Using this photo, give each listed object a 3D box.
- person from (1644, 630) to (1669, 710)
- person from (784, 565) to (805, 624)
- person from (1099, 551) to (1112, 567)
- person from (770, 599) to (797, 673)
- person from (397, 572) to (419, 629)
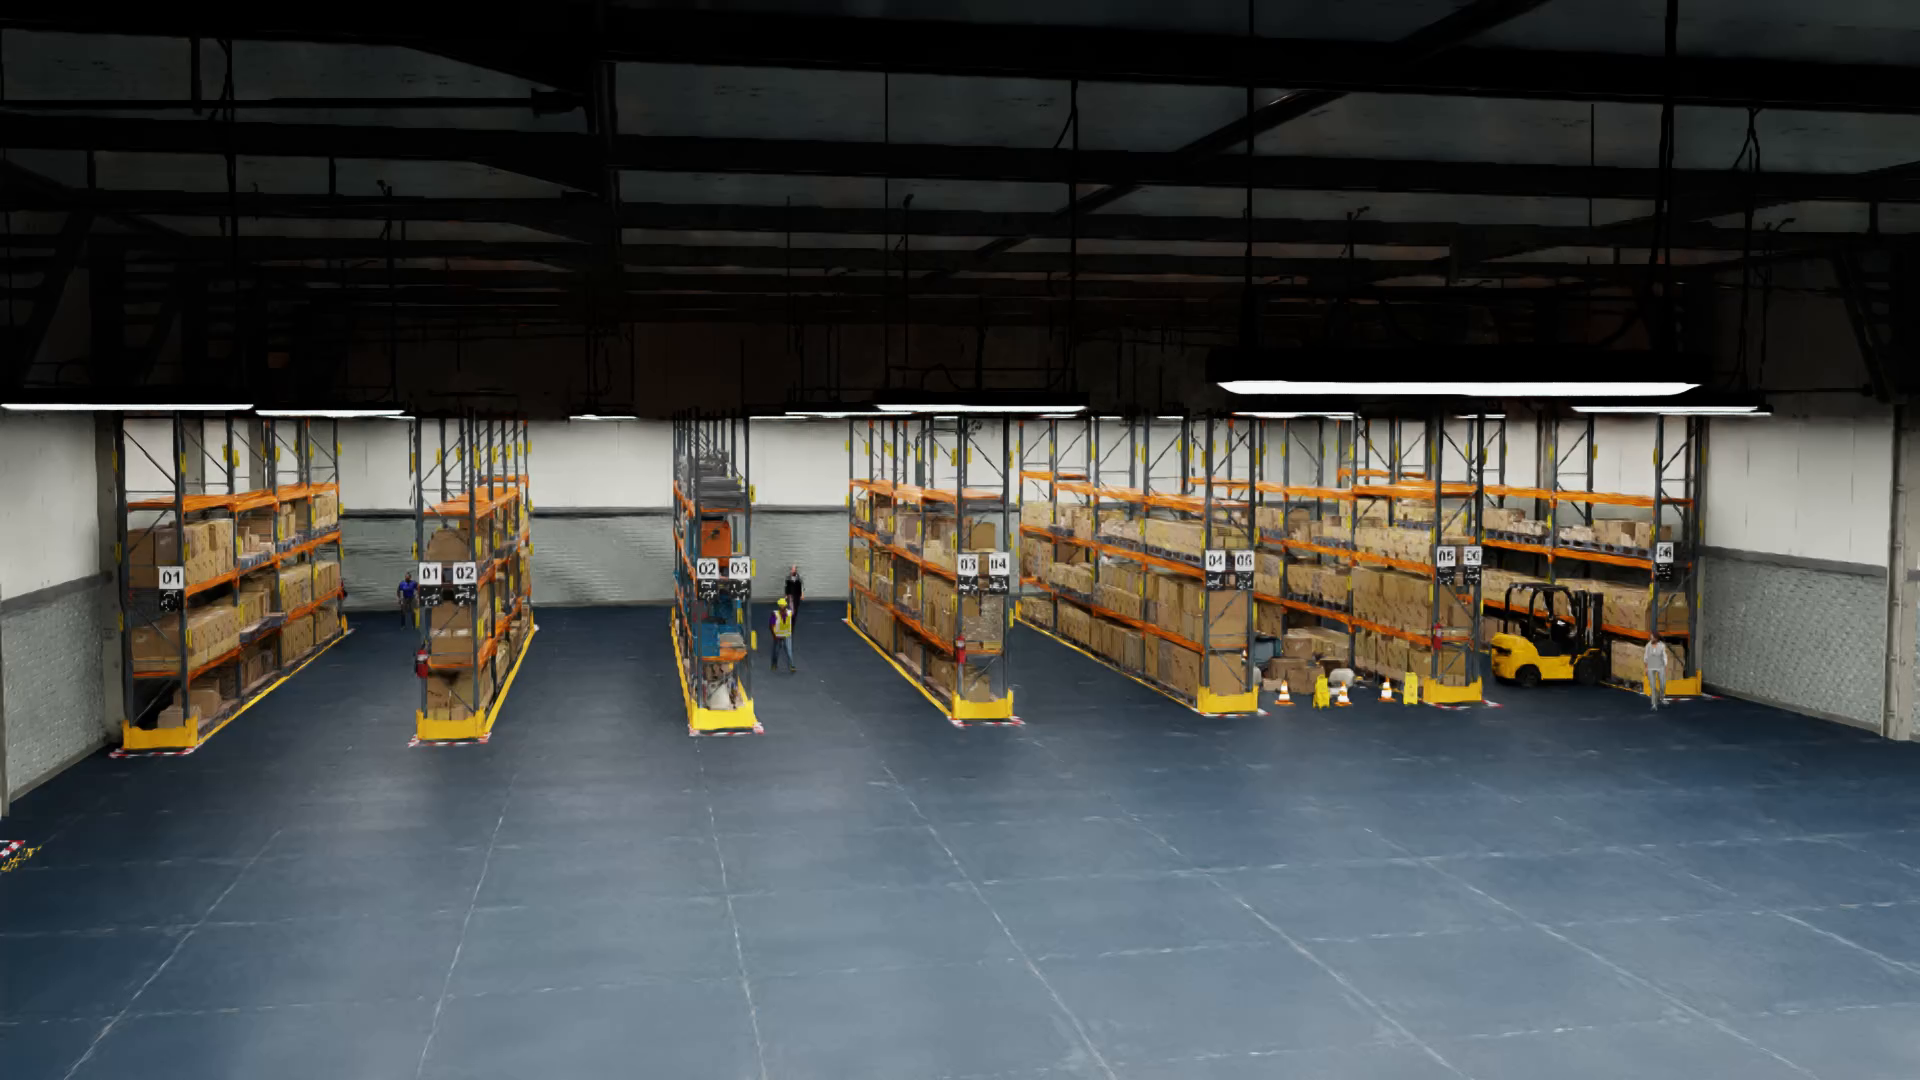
[{"bbox_3d":[13.868,2.575,33.100,0.475,1.588,0.472,2,5,28],"label":"person"},{"bbox_3d":[-4.686,1.543,47.111,0.553,1.669,1.030,-1,4,-12],"label":"person"},{"bbox_3d":[4.522,1.124,52.381,0.571,1.762,0.585,4,6,43],"label":"person"},{"bbox_3d":[-4.055,2.169,37.928,0.598,1.690,1.094,-1,4,-20],"label":"person"},{"bbox_3d":[-15.227,1.666,45.923,0.592,1.604,0.513,-1,4,-13],"label":"person"}]
